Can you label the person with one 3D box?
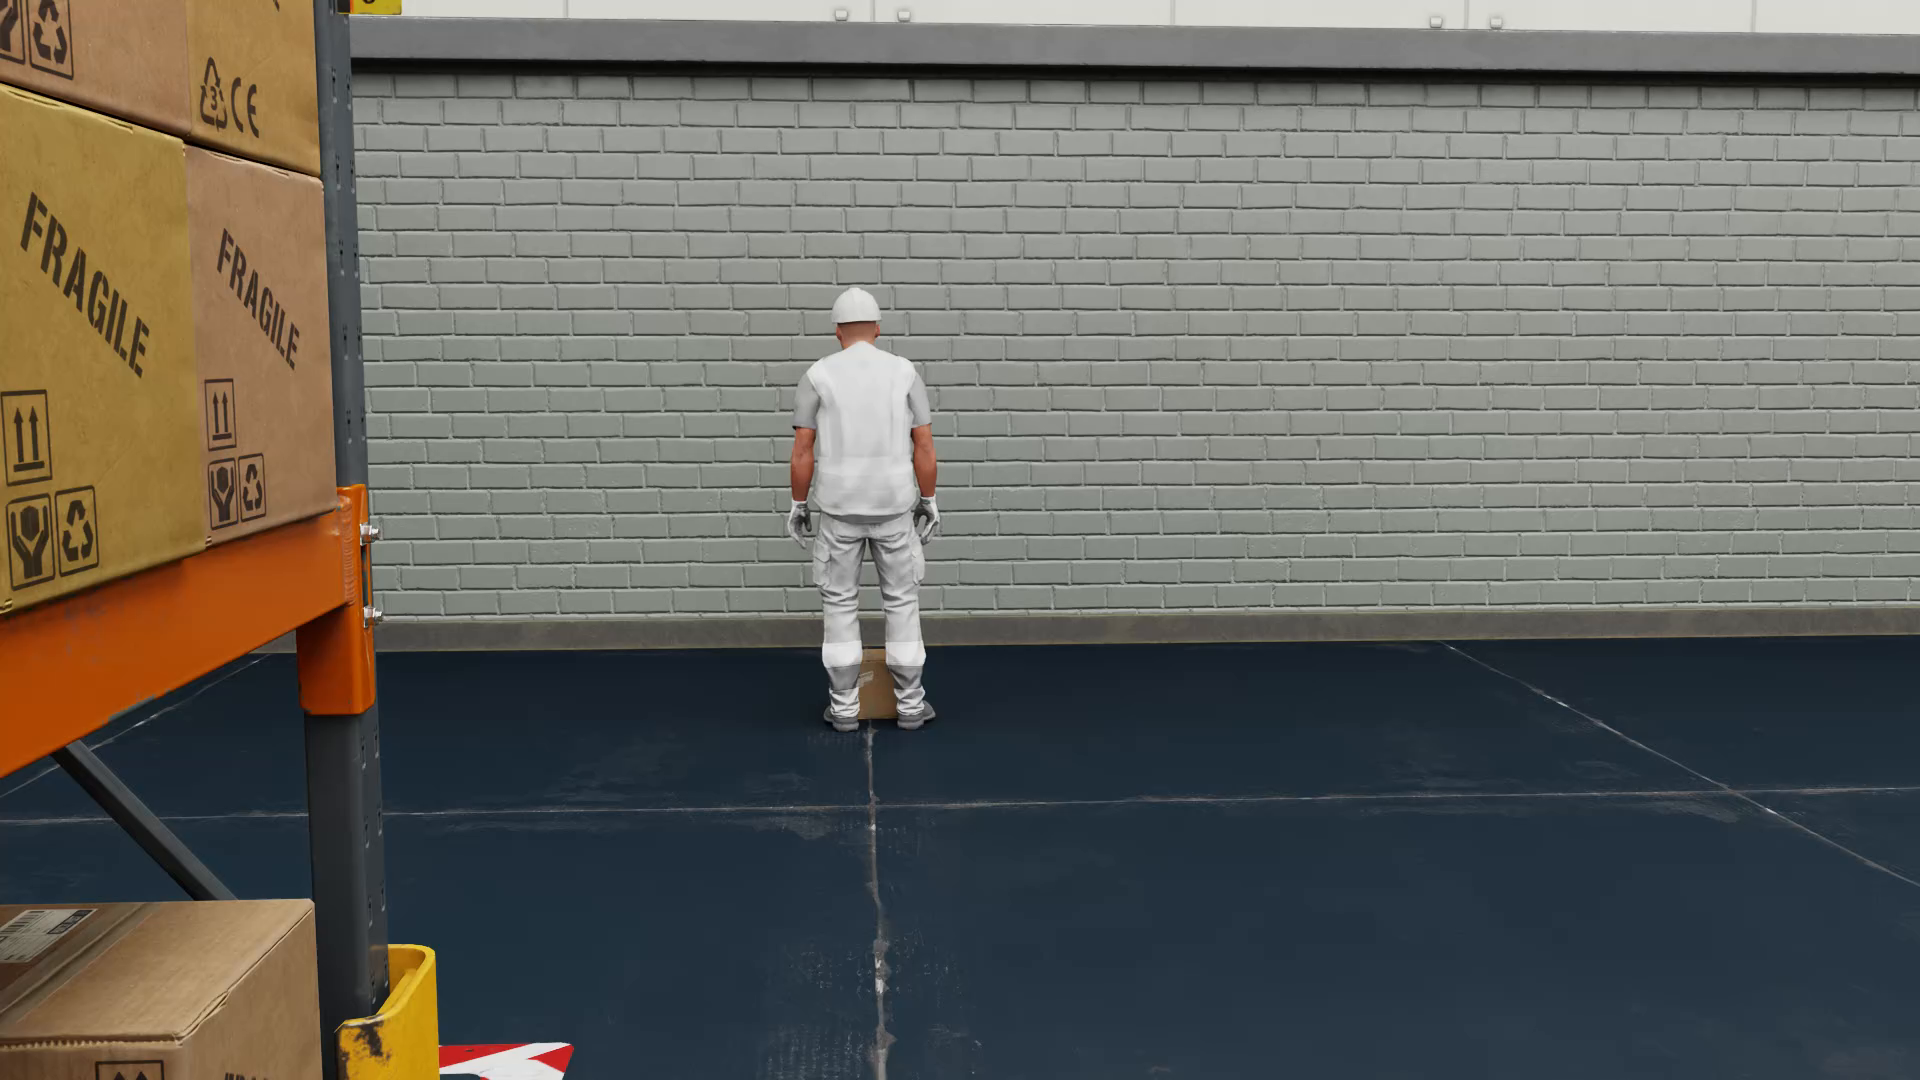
[{"bbox_3d":[-0.387,-0.124,6.717,0.619,1.780,0.448,-1,7,-7],"label":"person"}]
